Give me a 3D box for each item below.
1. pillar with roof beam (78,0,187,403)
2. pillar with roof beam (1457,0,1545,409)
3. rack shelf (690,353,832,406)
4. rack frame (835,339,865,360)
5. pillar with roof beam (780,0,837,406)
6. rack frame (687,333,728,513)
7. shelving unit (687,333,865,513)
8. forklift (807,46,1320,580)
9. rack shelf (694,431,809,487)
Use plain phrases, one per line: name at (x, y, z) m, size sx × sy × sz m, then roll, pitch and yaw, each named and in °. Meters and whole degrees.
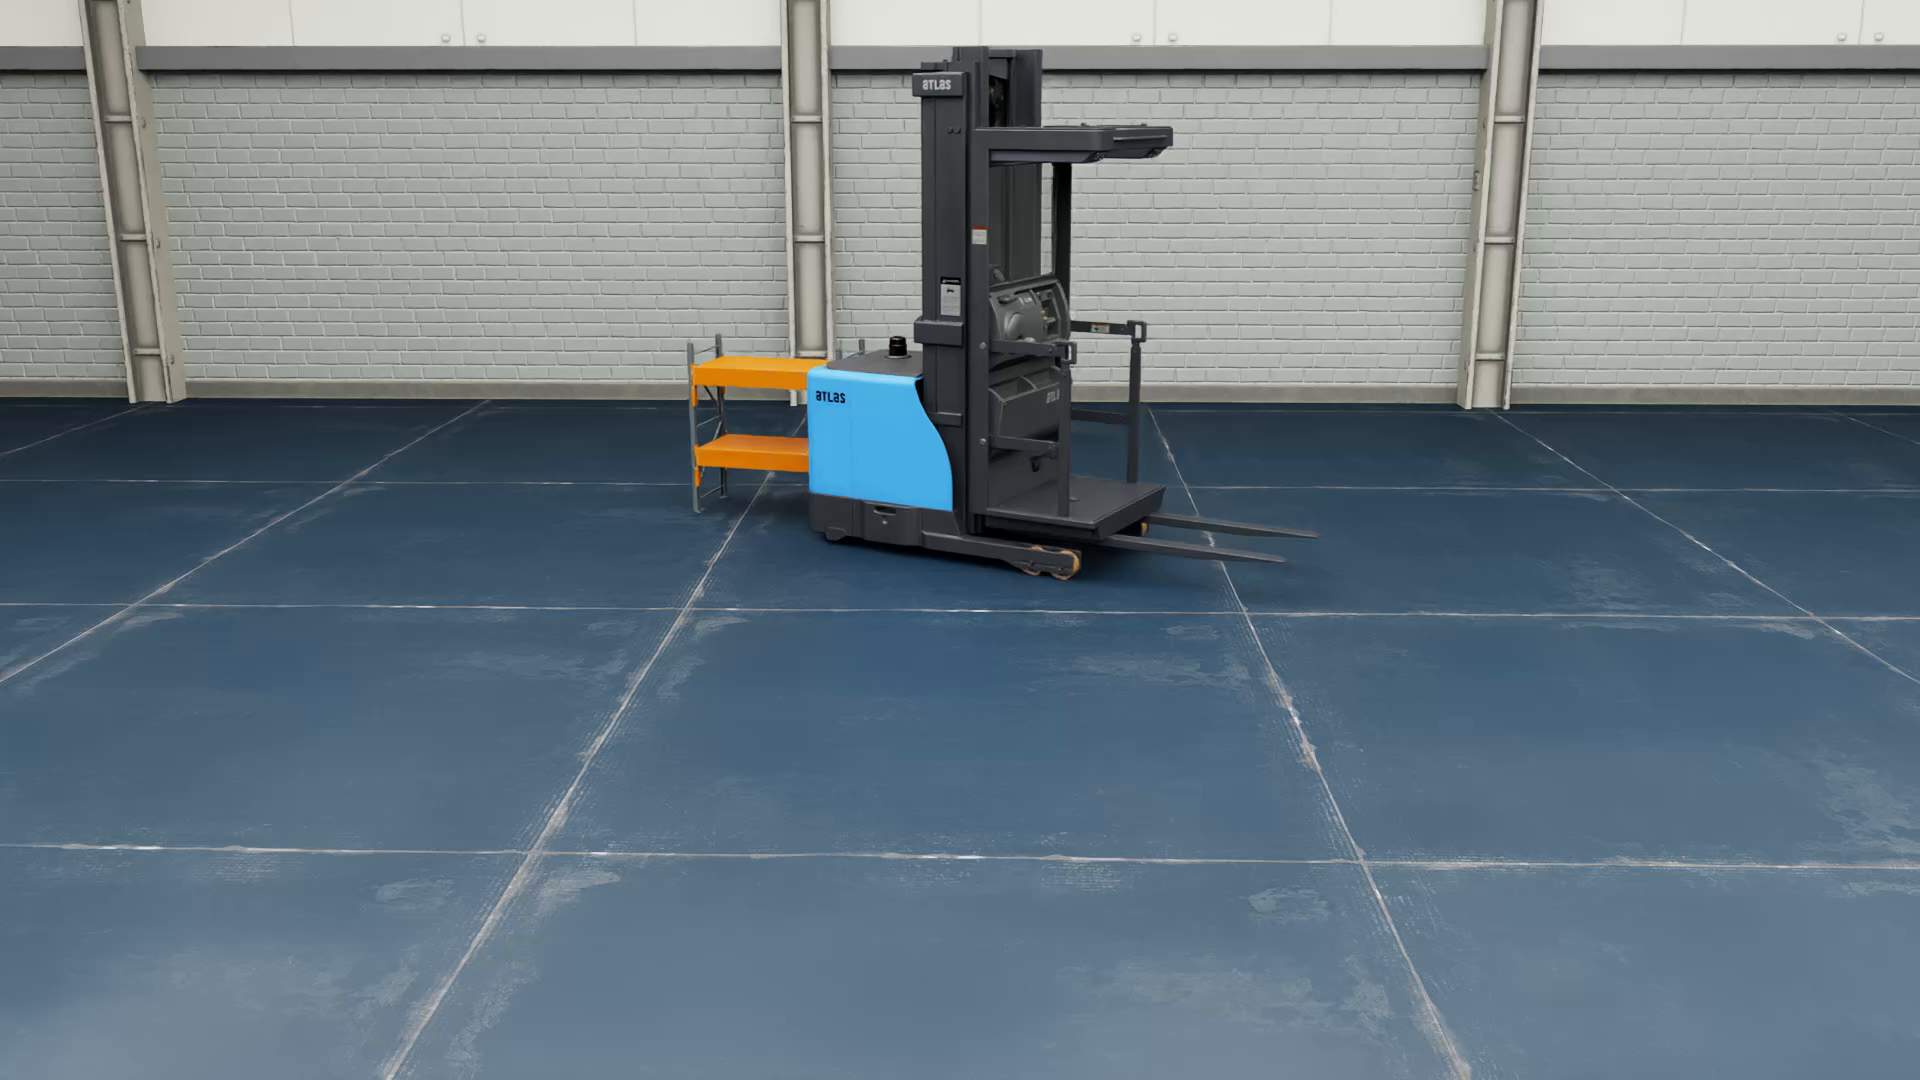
pillar with roof beam at (-7.426, -4.533, 9.880) m, size 0.400 × 9.000 × 9.100 m, roll 0°, pitch 15°, yaw 1°
pillar with roof beam at (4.570, -4.454, 9.584) m, size 0.400 × 9.000 × 9.100 m, roll 0°, pitch 15°, yaw 1°
rack shelf at (-1.196, -1.037, 10.917) m, size 1.000 × 0.278 × 0.538 m, roll 4°, pitch 15°, yaw 15°
rack frame at (-0.706, -0.719, 10.862) m, size 0.032 × 1.125 × 0.500 m, roll 4°, pitch 15°, yaw 15°
pillar with roof beam at (-1.428, -4.494, 9.732) m, size 0.400 × 9.000 × 9.100 m, roll 0°, pitch 15°, yaw 1°
rack frame at (-1.687, -0.788, 11.122) m, size 0.032 × 1.125 × 0.500 m, roll 4°, pitch 15°, yaw 15°
shelving unit at (-1.196, -0.754, 10.992) m, size 1.048 × 1.125 × 0.538 m, roll 4°, pitch 15°, yaw 15°
forklift at (0.593, -1.345, 9.693) m, size 3.031 × 2.935 × 1.130 m, roll 8°, pitch 17°, yaw 28°
rack shelf at (-1.196, -0.517, 11.054) m, size 1.000 × 0.278 × 0.538 m, roll 4°, pitch 15°, yaw 15°
